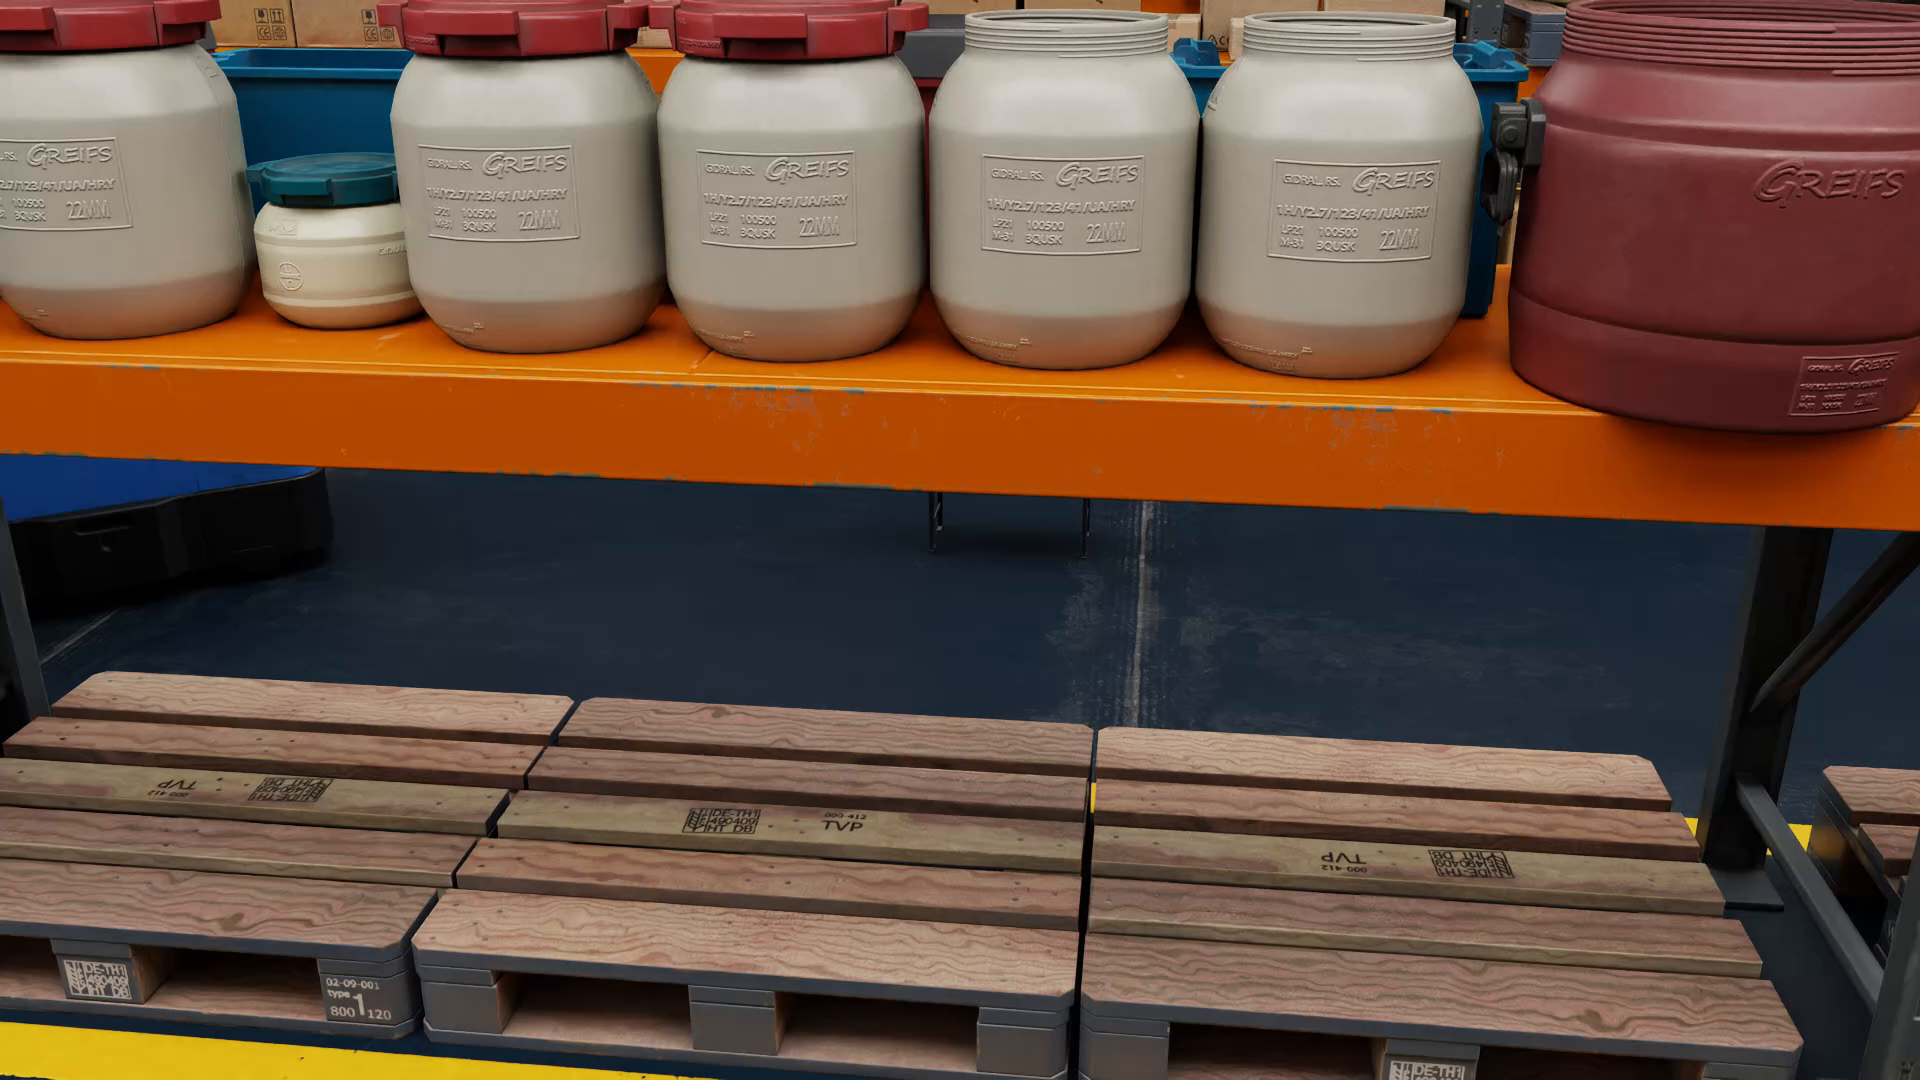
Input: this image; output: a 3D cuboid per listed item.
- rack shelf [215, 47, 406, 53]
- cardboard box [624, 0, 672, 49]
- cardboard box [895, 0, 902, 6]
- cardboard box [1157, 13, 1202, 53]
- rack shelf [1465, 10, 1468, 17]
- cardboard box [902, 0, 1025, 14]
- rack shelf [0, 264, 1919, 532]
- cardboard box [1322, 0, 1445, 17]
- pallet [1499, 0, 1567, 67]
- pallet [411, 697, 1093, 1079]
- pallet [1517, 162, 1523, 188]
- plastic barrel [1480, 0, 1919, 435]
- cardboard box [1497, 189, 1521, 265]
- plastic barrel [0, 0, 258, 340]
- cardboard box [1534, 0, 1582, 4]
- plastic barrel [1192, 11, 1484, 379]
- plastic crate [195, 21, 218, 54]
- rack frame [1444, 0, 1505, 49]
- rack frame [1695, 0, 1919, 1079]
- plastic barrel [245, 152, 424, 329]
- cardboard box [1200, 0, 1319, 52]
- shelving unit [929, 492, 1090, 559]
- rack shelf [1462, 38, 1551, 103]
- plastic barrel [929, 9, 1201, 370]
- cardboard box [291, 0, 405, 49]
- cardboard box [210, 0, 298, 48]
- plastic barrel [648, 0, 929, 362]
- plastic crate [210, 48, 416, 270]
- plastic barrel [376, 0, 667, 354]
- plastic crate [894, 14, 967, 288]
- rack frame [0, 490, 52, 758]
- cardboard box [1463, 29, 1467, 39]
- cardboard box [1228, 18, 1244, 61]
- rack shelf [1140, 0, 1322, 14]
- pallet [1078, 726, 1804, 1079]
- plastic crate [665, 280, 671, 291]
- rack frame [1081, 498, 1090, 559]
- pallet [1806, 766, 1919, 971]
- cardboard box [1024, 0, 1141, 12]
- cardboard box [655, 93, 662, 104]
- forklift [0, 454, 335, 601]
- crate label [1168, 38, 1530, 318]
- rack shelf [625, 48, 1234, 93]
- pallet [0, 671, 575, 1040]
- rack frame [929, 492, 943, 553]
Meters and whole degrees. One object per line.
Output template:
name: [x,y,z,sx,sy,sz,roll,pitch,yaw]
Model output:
rack shelf: [-3.746,-2.253,8.037,4.000,0.370,1.077,2,22,6]
cardboard box: [-1.266,-2.426,7.700,0.500,0.250,0.500,4,22,10]
cardboard box: [-0.476,-2.486,7.511,0.500,0.500,0.500,4,22,10]
cardboard box: [0.940,-2.246,7.382,0.250,0.149,0.380,4,22,10]
rack shelf: [4.778,-3.716,11.737,4.000,0.370,1.077,2,22,6]
cardboard box: [0.022,-2.464,7.456,0.500,0.500,0.500,3,22,6]
rack shelf: [-0.360,-0.272,3.025,4.000,0.370,1.077,2,22,6]
cardboard box: [1.856,-2.318,7.345,0.500,0.311,0.500,4,22,10]
pallet: [2.894,-2.235,7.274,1.003,0.211,1.213,2,22,6]
pallet: [-0.347,0.676,3.443,1.213,0.211,1.003,2,22,6]
pallet: [3.566,-2.778,12.180,1.213,0.211,1.003,2,22,6]
plastic barrel: [1.129,-0.492,2.420,0.708,0.536,0.600,2,22,6]
cardboard box: [2.631,-1.246,7.313,0.500,0.500,0.500,3,22,9]
plastic barrel: [-1.422,-0.634,2.780,0.433,0.535,0.433,0,22,0]
cardboard box: [2.851,-2.584,7.188,0.500,0.500,0.700,-5,22,-12]
plastic barrel: [0.579,-0.538,2.569,0.421,0.512,0.421,0,22,0]
plastic crate: [-1.829,-0.813,3.330,0.583,0.464,0.402,2,22,6]
rack frame: [2.213,-2.328,7.248,0.127,3.000,1.000,2,22,6]
rack frame: [1.626,-0.520,2.674,0.127,3.000,1.000,2,22,6]
plastic barrel: [-1.050,-0.515,2.851,0.301,0.262,0.301,0,22,0]
cardboard box: [1.347,-2.396,7.541,0.500,0.311,0.500,2,22,6]
shelving unit: [0.164,-0.551,5.201,0.503,1.200,0.258,2,22,6]
rack shelf: [4.199,-1.907,7.162,4.000,0.370,1.077,2,22,6]
plastic barrel: [0.161,-0.556,2.615,0.421,0.512,0.421,0,22,0]
cardboard box: [-2.726,-2.585,7.762,0.500,0.500,0.700,2,22,6]
cardboard box: [-3.223,-2.608,7.821,0.500,0.500,0.700,3,22,7]
plastic barrel: [-0.264,-0.584,2.652,0.433,0.535,0.433,0,22,0]
plastic crate: [-1.214,-0.751,3.281,0.575,0.384,0.392,2,22,6]
plastic barrel: [-0.693,-0.603,2.699,0.433,0.535,0.433,0,22,0]
plastic crate: [0.057,-0.731,3.122,0.583,0.464,0.402,2,22,6]
rack frame: [-2.346,-0.693,3.112,0.127,3.000,1.000,2,22,6]
cardboard box: [3.507,-3.253,11.940,0.750,0.750,0.750,2,22,6]
cardboard box: [1.287,-2.149,7.138,0.250,0.149,0.380,2,22,6]
rack shelf: [0.806,-3.889,12.175,4.000,0.370,1.077,2,22,6]
pallet: [0.861,0.729,3.308,1.213,0.211,1.003,2,22,6]
plastic crate: [-0.584,-0.622,3.221,0.662,0.188,0.450,2,22,6]
rack frame: [0.407,-0.540,5.174,0.015,1.200,0.240,2,22,6]
pallet: [2.414,0.796,3.139,1.213,0.211,1.003,2,22,6]
cardboard box: [0.544,-2.441,7.398,0.500,0.500,0.500,1,22,3]
cardboard box: [-2.216,-3.382,12.716,0.500,0.500,0.500,1,22,2]
forklift: [-3.515,-1.174,4.424,3.031,2.935,1.130,-12,24,-27]
crate label: [0.671,-0.678,3.026,0.616,0.435,0.502,2,22,6]
rack shelf: [0.226,-2.080,7.599,4.000,0.370,1.077,2,22,6]
pallet: [-1.562,0.624,3.575,1.213,0.211,1.003,2,22,6]
rack frame: [-0.078,-0.561,5.228,0.015,1.200,0.240,2,22,6]
